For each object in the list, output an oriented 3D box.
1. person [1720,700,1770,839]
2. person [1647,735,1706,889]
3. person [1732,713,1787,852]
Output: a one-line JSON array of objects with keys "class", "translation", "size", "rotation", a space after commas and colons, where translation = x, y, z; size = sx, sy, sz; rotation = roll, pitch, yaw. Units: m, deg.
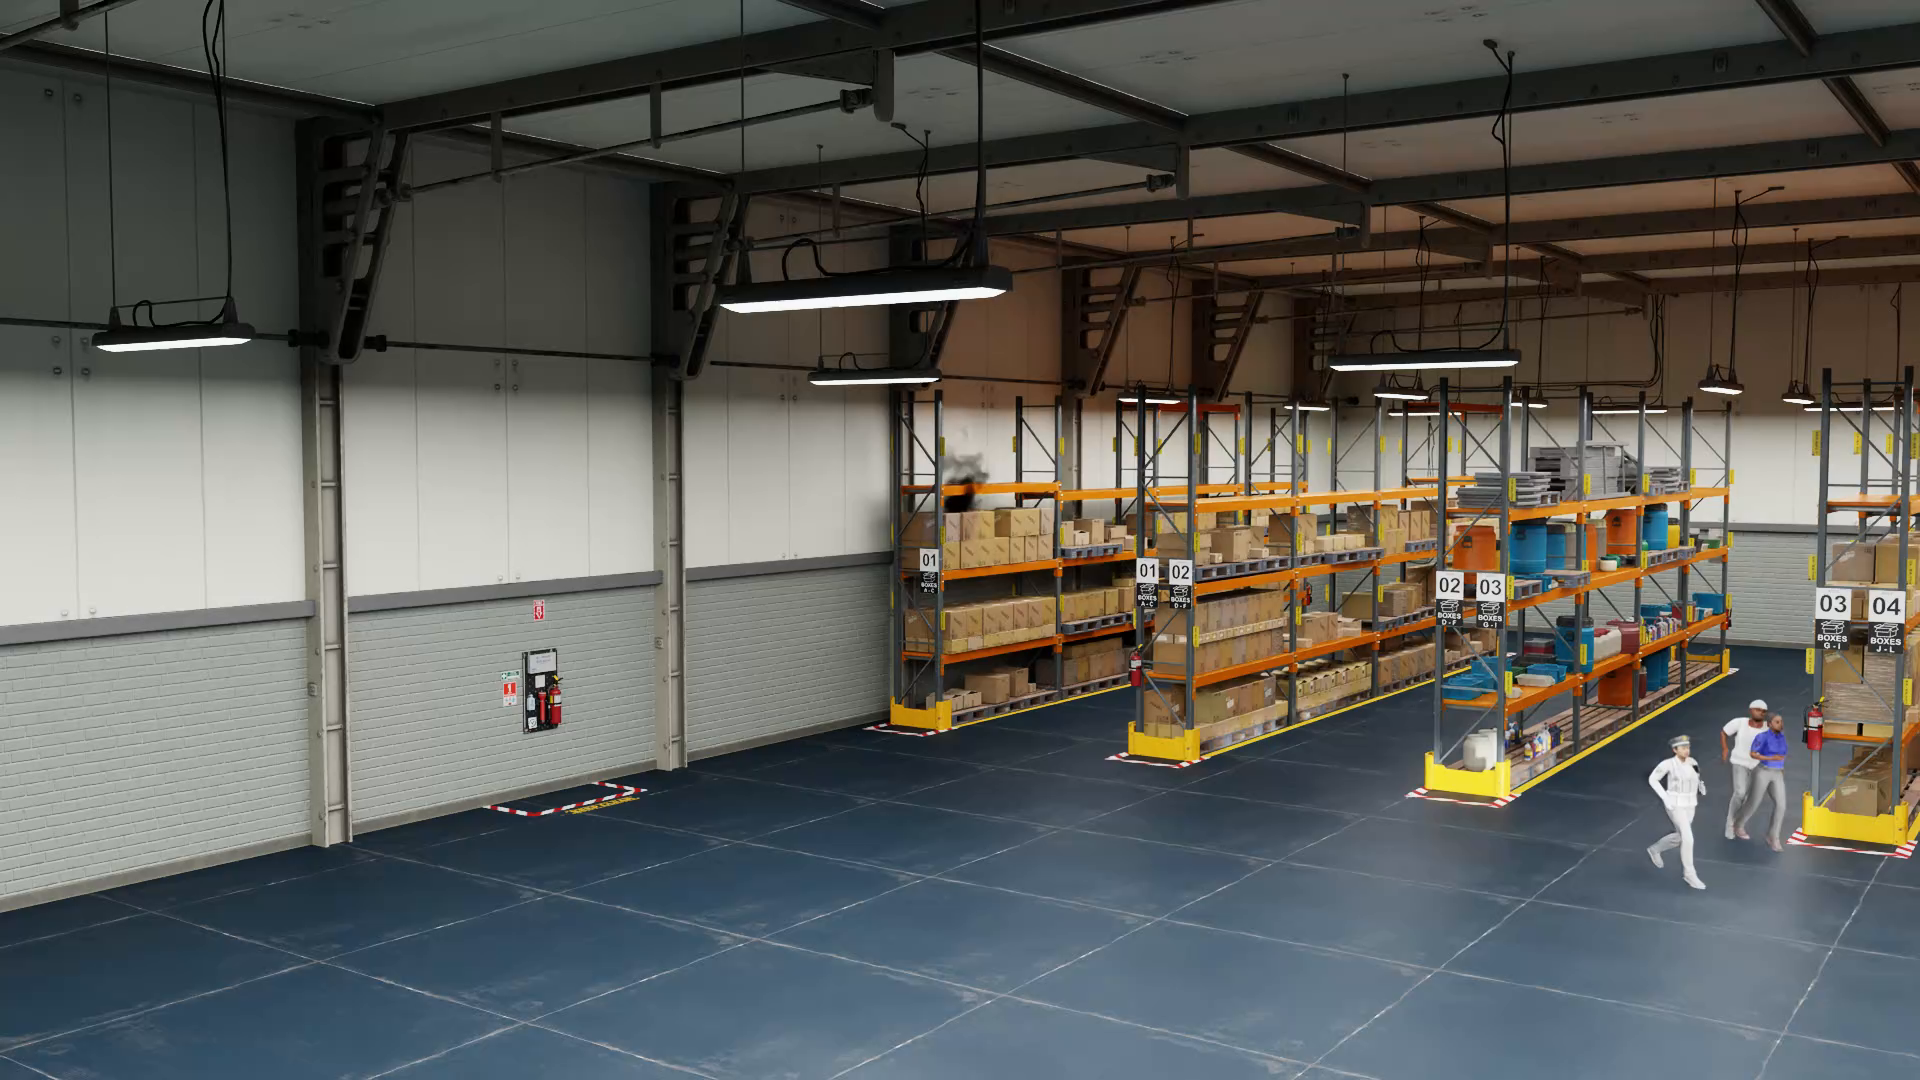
[{"class": "person", "translation": [10.168, 2.941, 21.375], "size": [0.677, 1.788, 0.695], "rotation": [1, 3, 12]}, {"class": "person", "translation": [8.299, 3.080, 19.159], "size": [0.603, 1.710, 0.824], "rotation": [-1, 3, -21]}, {"class": "person", "translation": [10.127, 3.008, 20.868], "size": [0.584, 1.706, 0.772], "rotation": [-1, 3, -12]}]
